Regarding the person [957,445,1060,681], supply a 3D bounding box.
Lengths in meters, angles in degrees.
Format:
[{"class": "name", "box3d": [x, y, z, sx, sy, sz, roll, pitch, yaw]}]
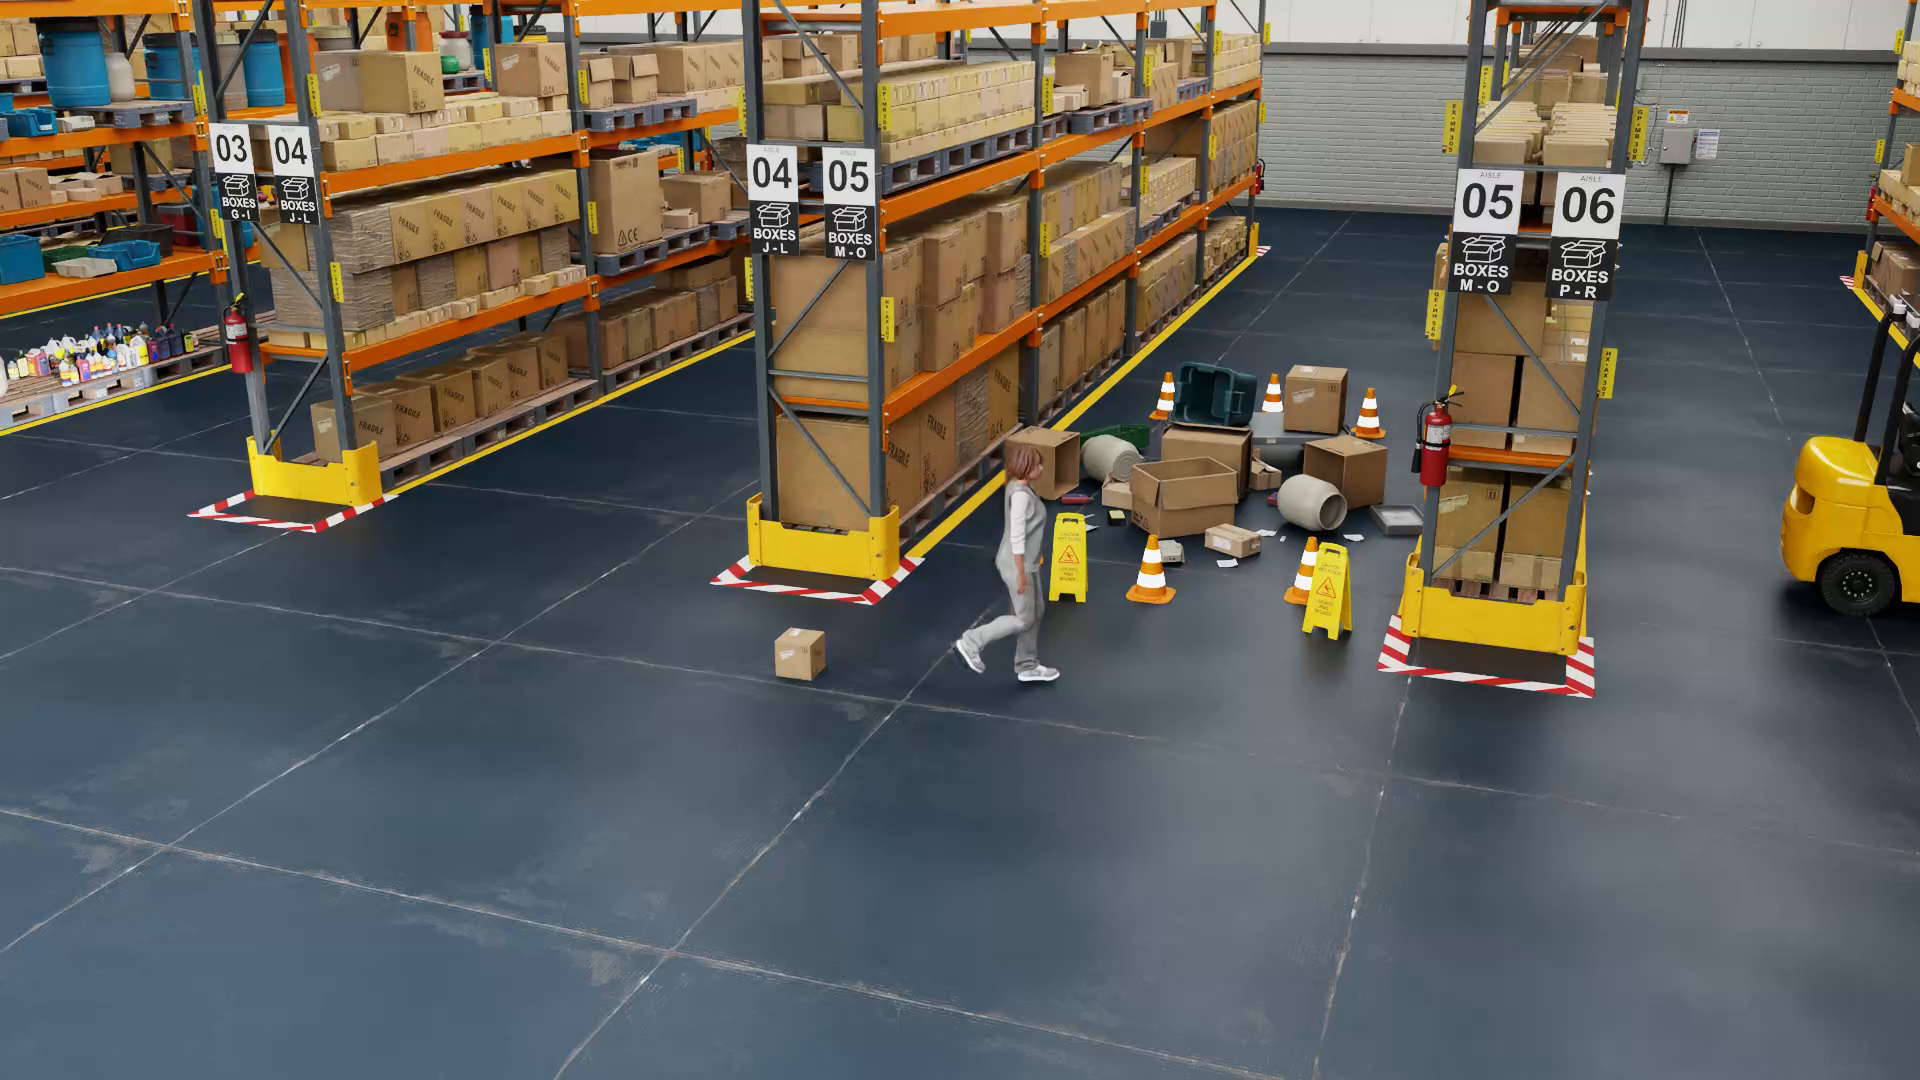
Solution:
[{"class": "person", "box3d": [0.316, 0.172, 10.540, 0.661, 1.567, 0.424, 1, 19, 3]}]
